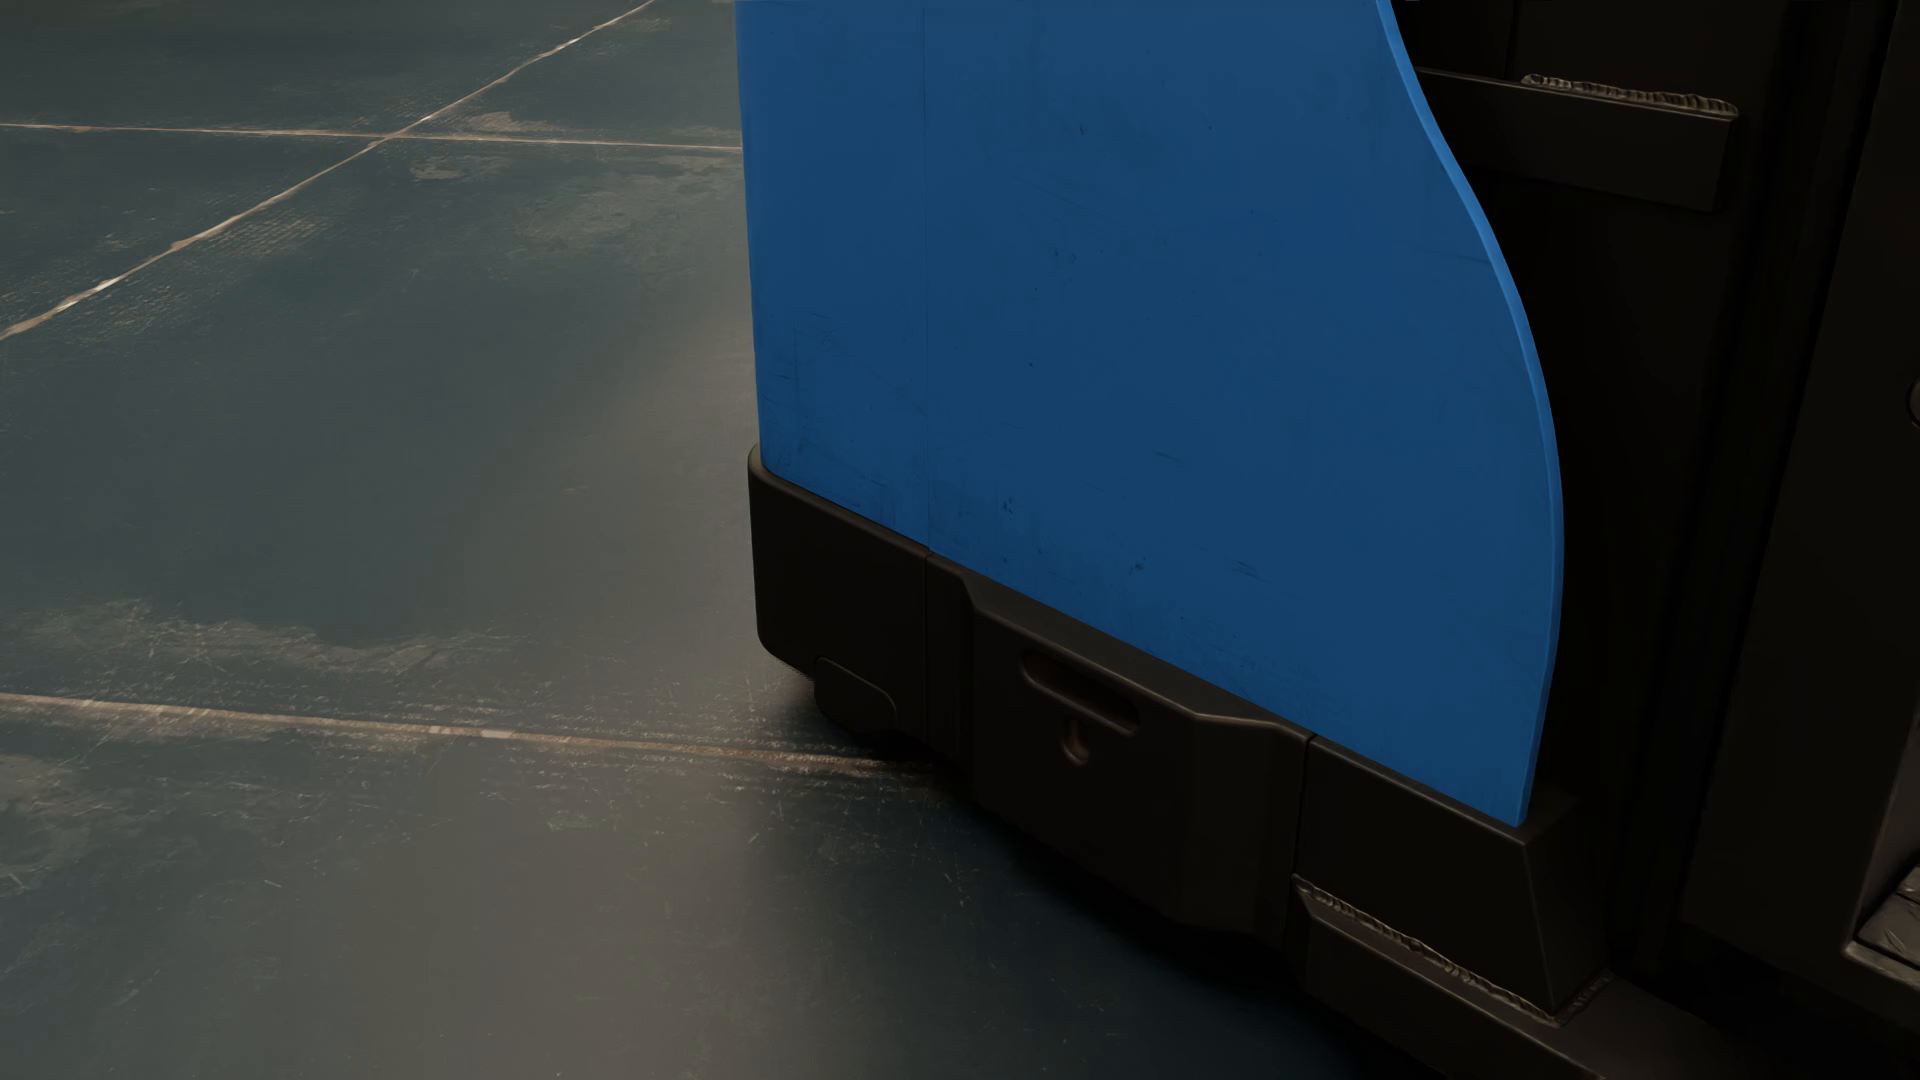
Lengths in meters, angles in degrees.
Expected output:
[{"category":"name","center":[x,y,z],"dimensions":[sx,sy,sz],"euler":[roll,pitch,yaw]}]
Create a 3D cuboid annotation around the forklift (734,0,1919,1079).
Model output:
[{"category":"forklift","center":[1.129,-0.813,0.847],"dimensions":[1.130,2.935,3.031],"euler":[-23,35,-38]}]
